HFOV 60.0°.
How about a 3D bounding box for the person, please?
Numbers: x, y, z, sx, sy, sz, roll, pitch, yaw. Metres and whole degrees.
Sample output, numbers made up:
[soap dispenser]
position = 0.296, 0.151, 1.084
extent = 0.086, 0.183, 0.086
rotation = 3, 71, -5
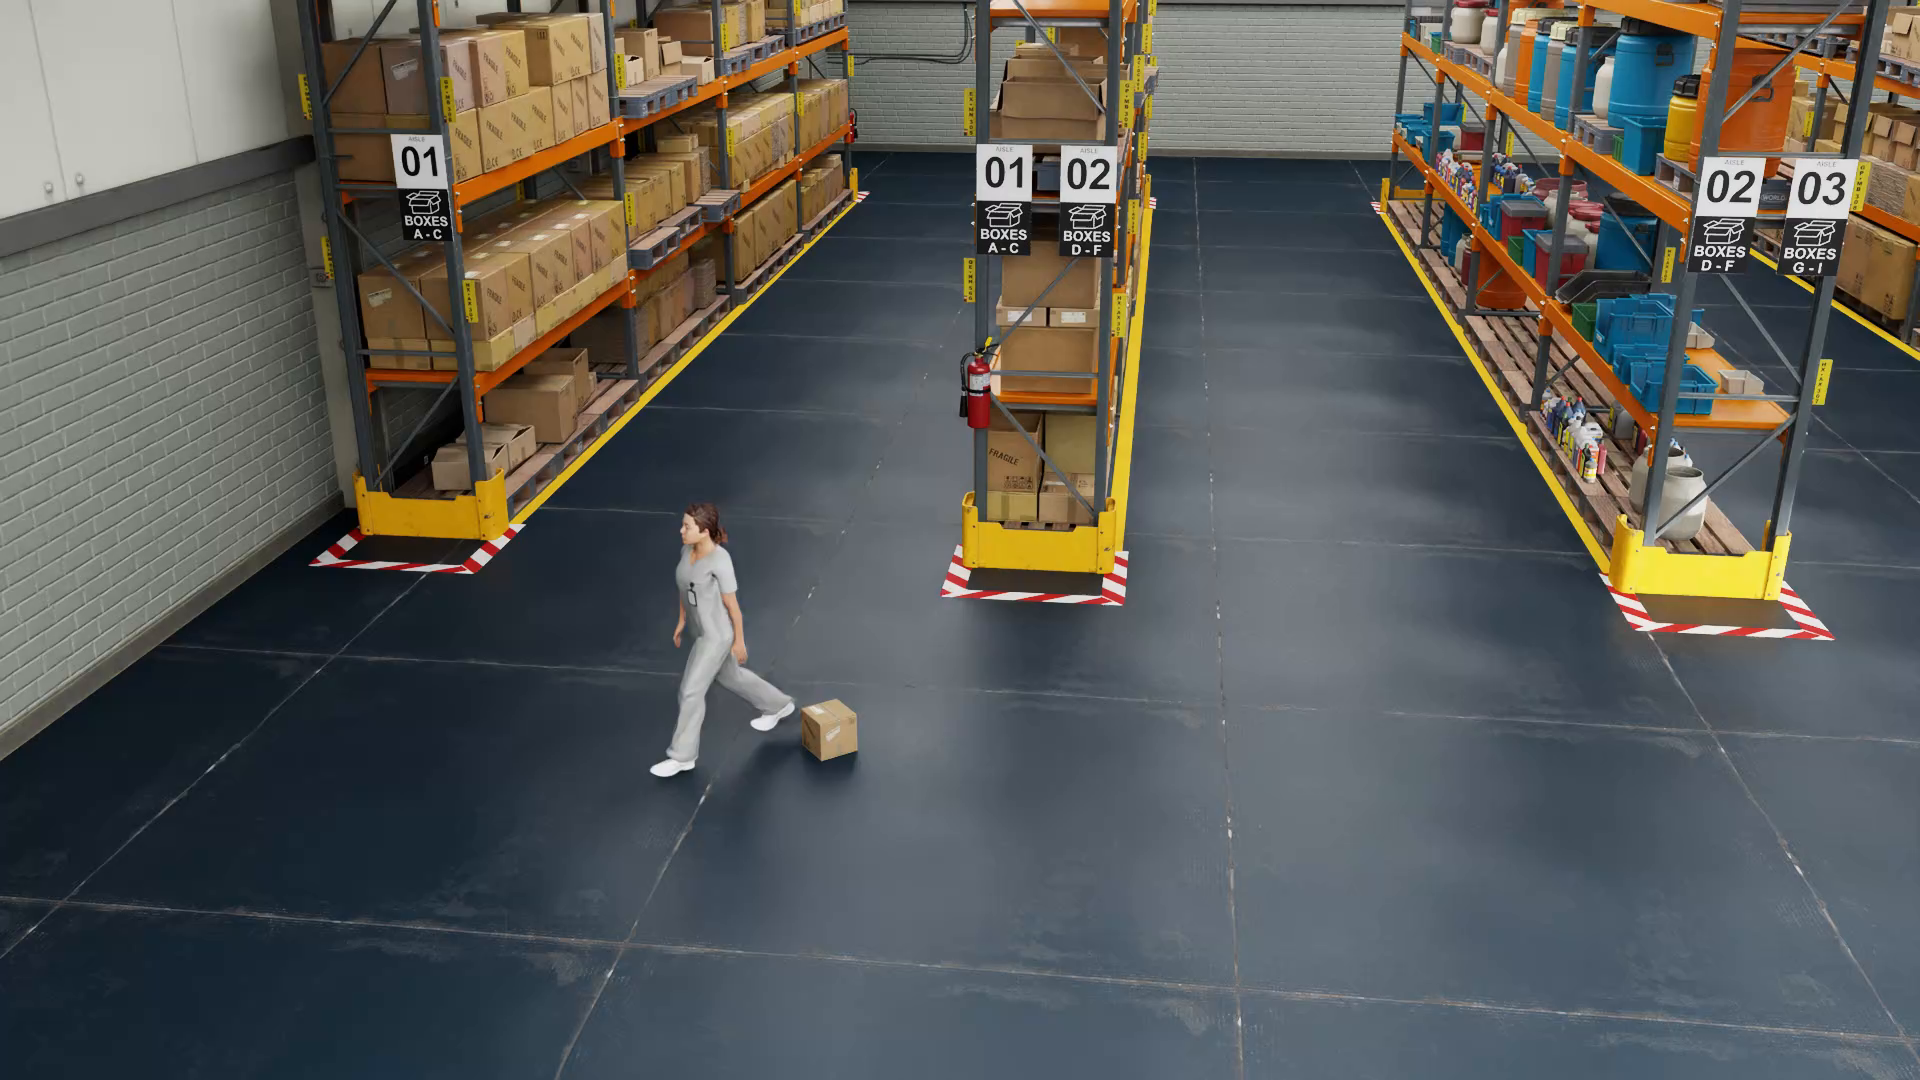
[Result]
[person]
position = -1.432, 0.524, 9.755
extent = 1.016, 1.625, 0.456
rotation = -14, 25, -32
